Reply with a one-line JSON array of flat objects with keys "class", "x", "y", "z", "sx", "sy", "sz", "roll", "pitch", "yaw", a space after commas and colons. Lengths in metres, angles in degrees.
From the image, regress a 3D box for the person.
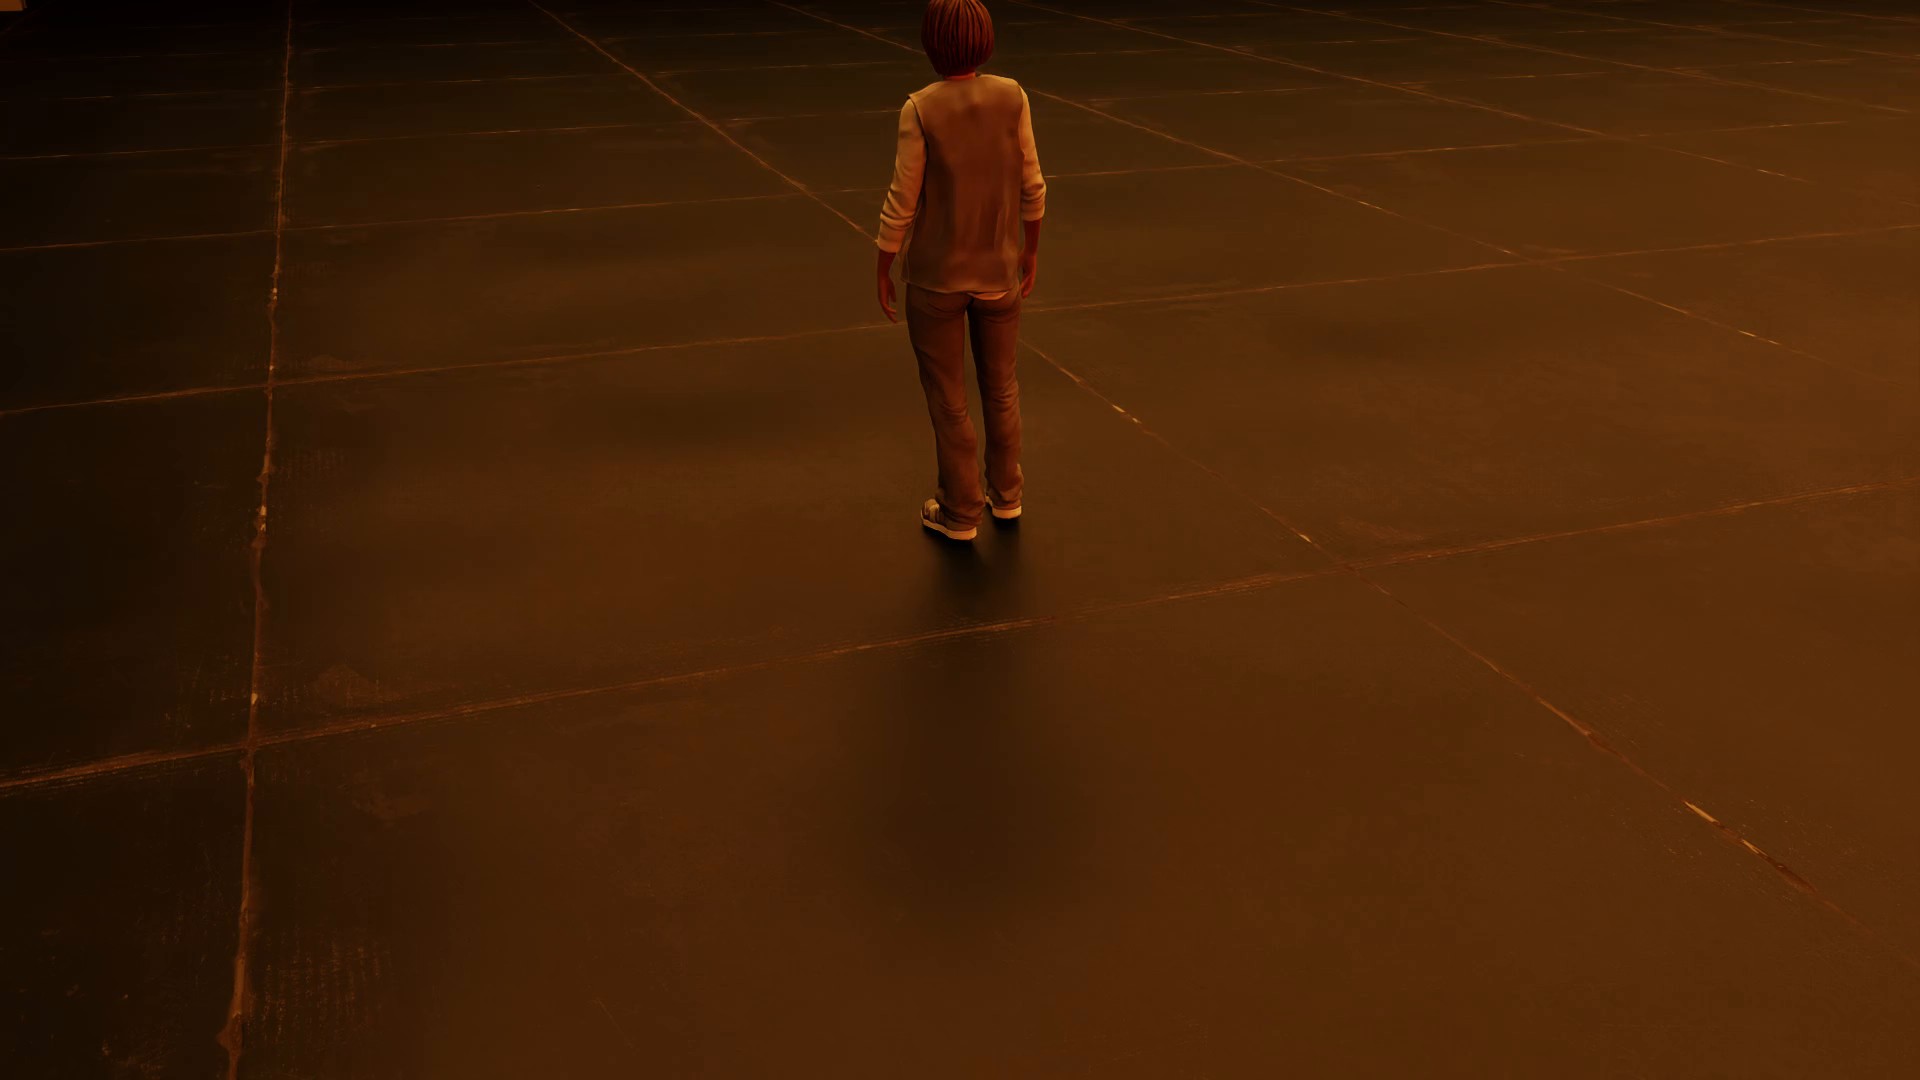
[{"class": "person", "x": -0.012, "y": -0.772, "z": 4.836, "sx": 0.520, "sy": 1.599, "sz": 0.473, "roll": -8, "pitch": 24, "yaw": -18}]
